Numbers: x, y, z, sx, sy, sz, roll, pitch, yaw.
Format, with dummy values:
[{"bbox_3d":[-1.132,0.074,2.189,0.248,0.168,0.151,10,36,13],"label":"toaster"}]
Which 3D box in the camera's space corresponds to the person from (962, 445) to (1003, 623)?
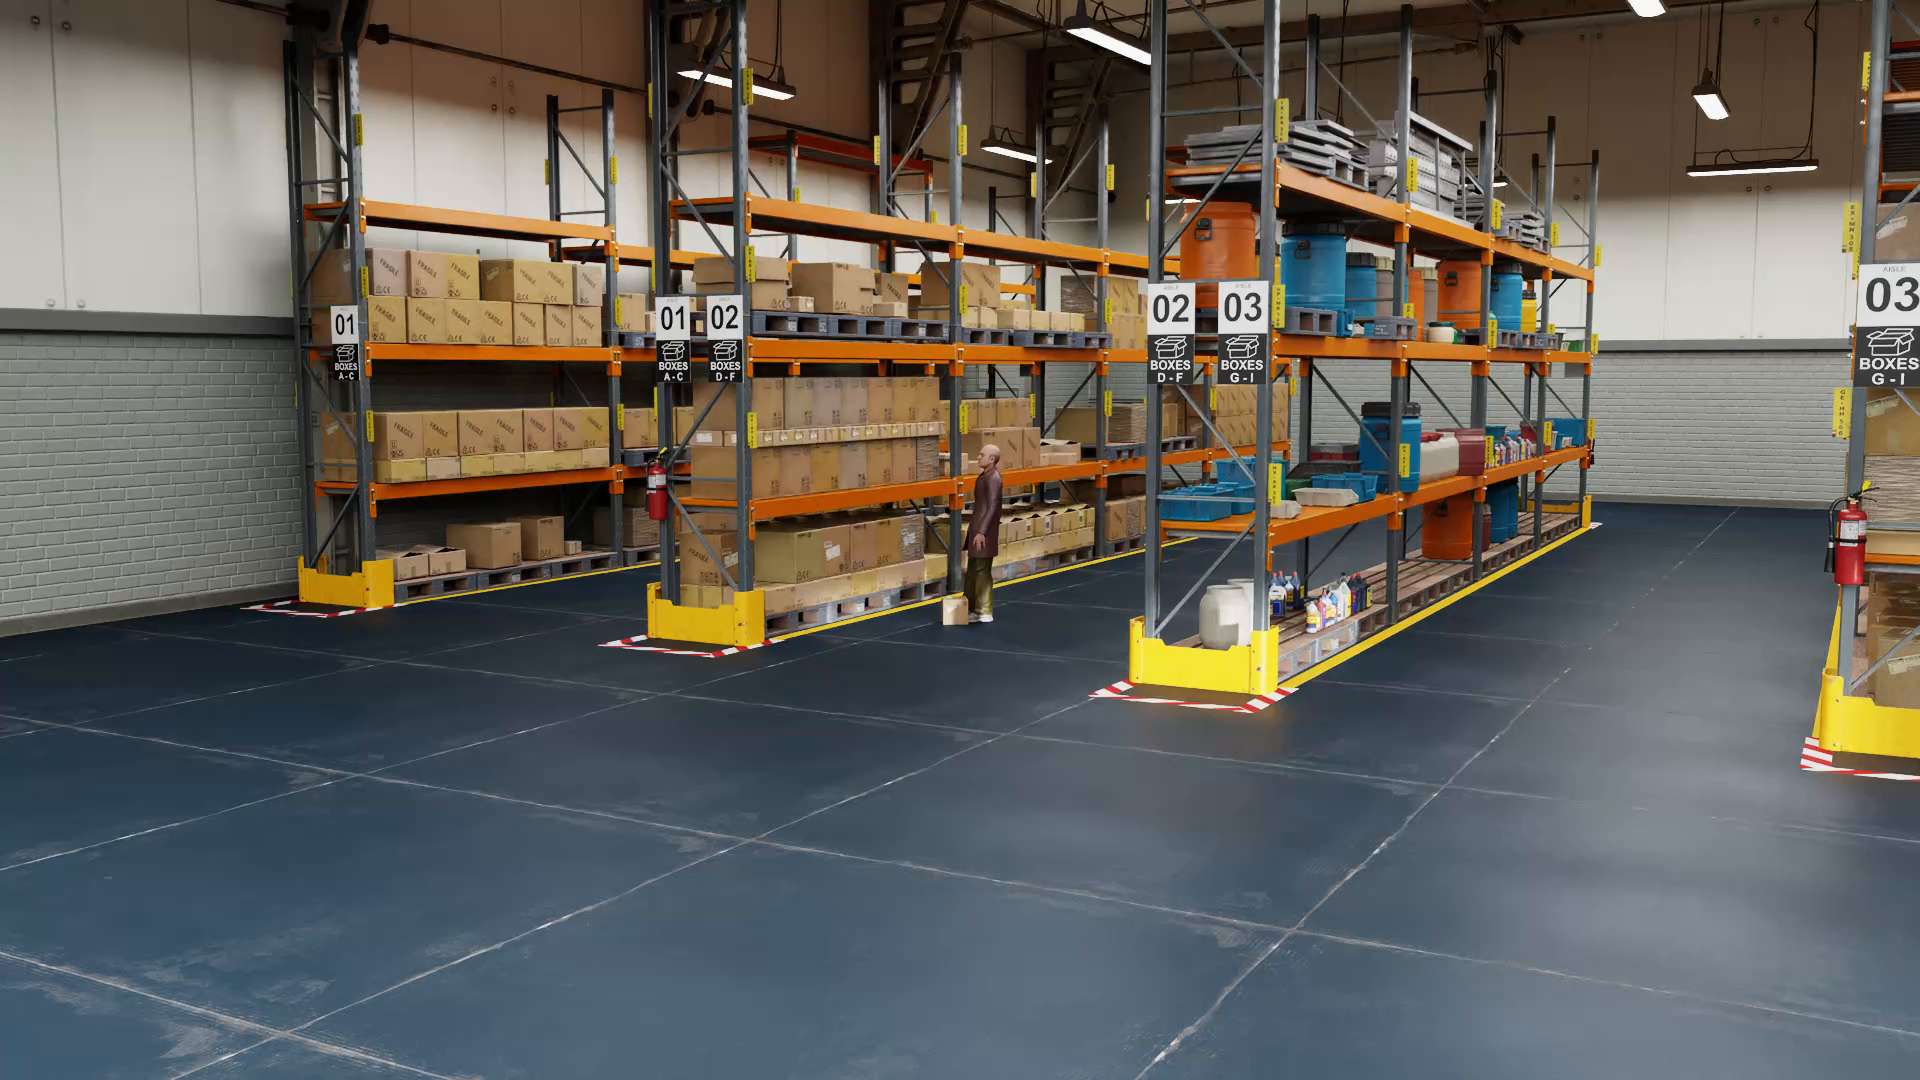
[{"bbox_3d":[0.137,-0.065,16.619,0.579,1.779,0.697,0,6,-3],"label":"person"}]
